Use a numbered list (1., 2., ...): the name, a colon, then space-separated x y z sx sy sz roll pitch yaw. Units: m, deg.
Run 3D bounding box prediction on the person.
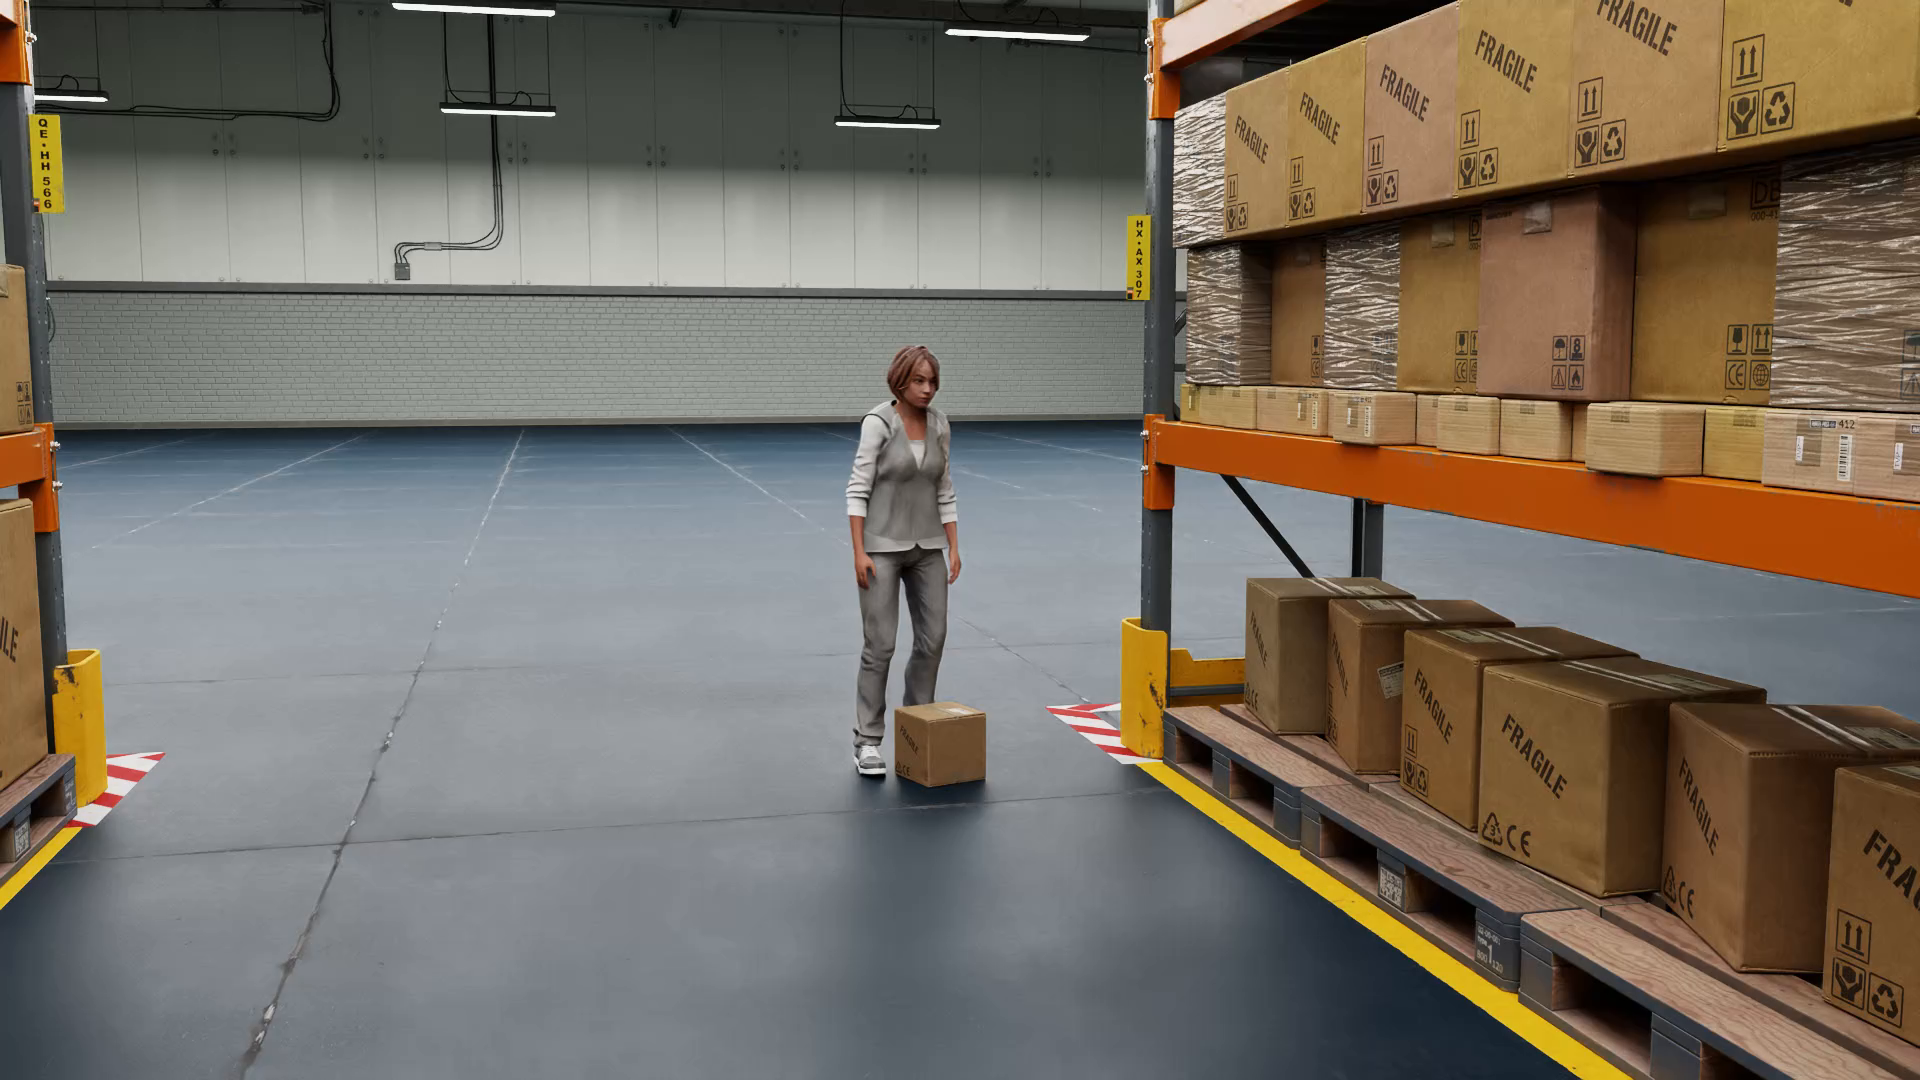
1. person: -0.210 0.066 6.283 0.465 1.592 0.346 -4 7 -30
